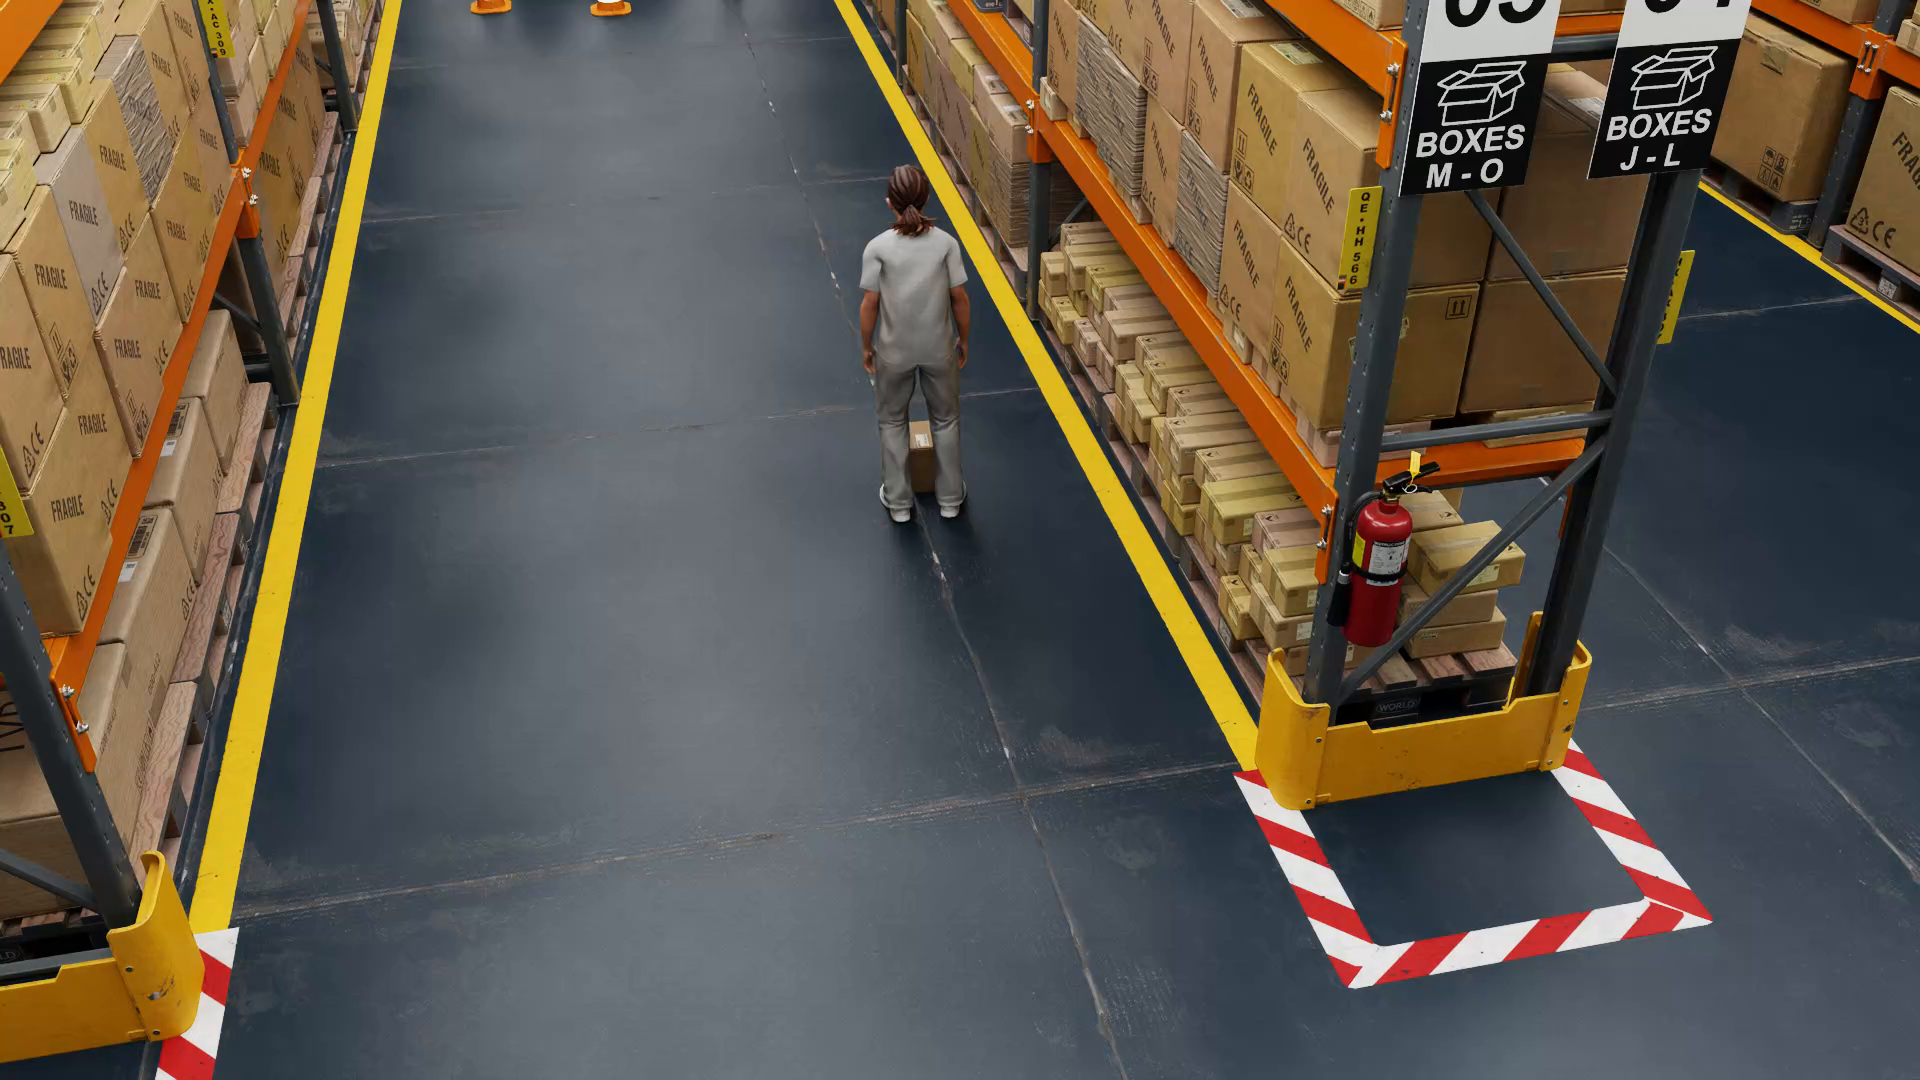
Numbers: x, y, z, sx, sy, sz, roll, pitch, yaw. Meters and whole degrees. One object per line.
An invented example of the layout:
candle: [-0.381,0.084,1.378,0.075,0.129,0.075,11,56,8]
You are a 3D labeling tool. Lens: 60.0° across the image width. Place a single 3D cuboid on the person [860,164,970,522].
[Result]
person: [-0.198,-0.842,7.372,0.484,1.672,0.360,-4,35,-6]
